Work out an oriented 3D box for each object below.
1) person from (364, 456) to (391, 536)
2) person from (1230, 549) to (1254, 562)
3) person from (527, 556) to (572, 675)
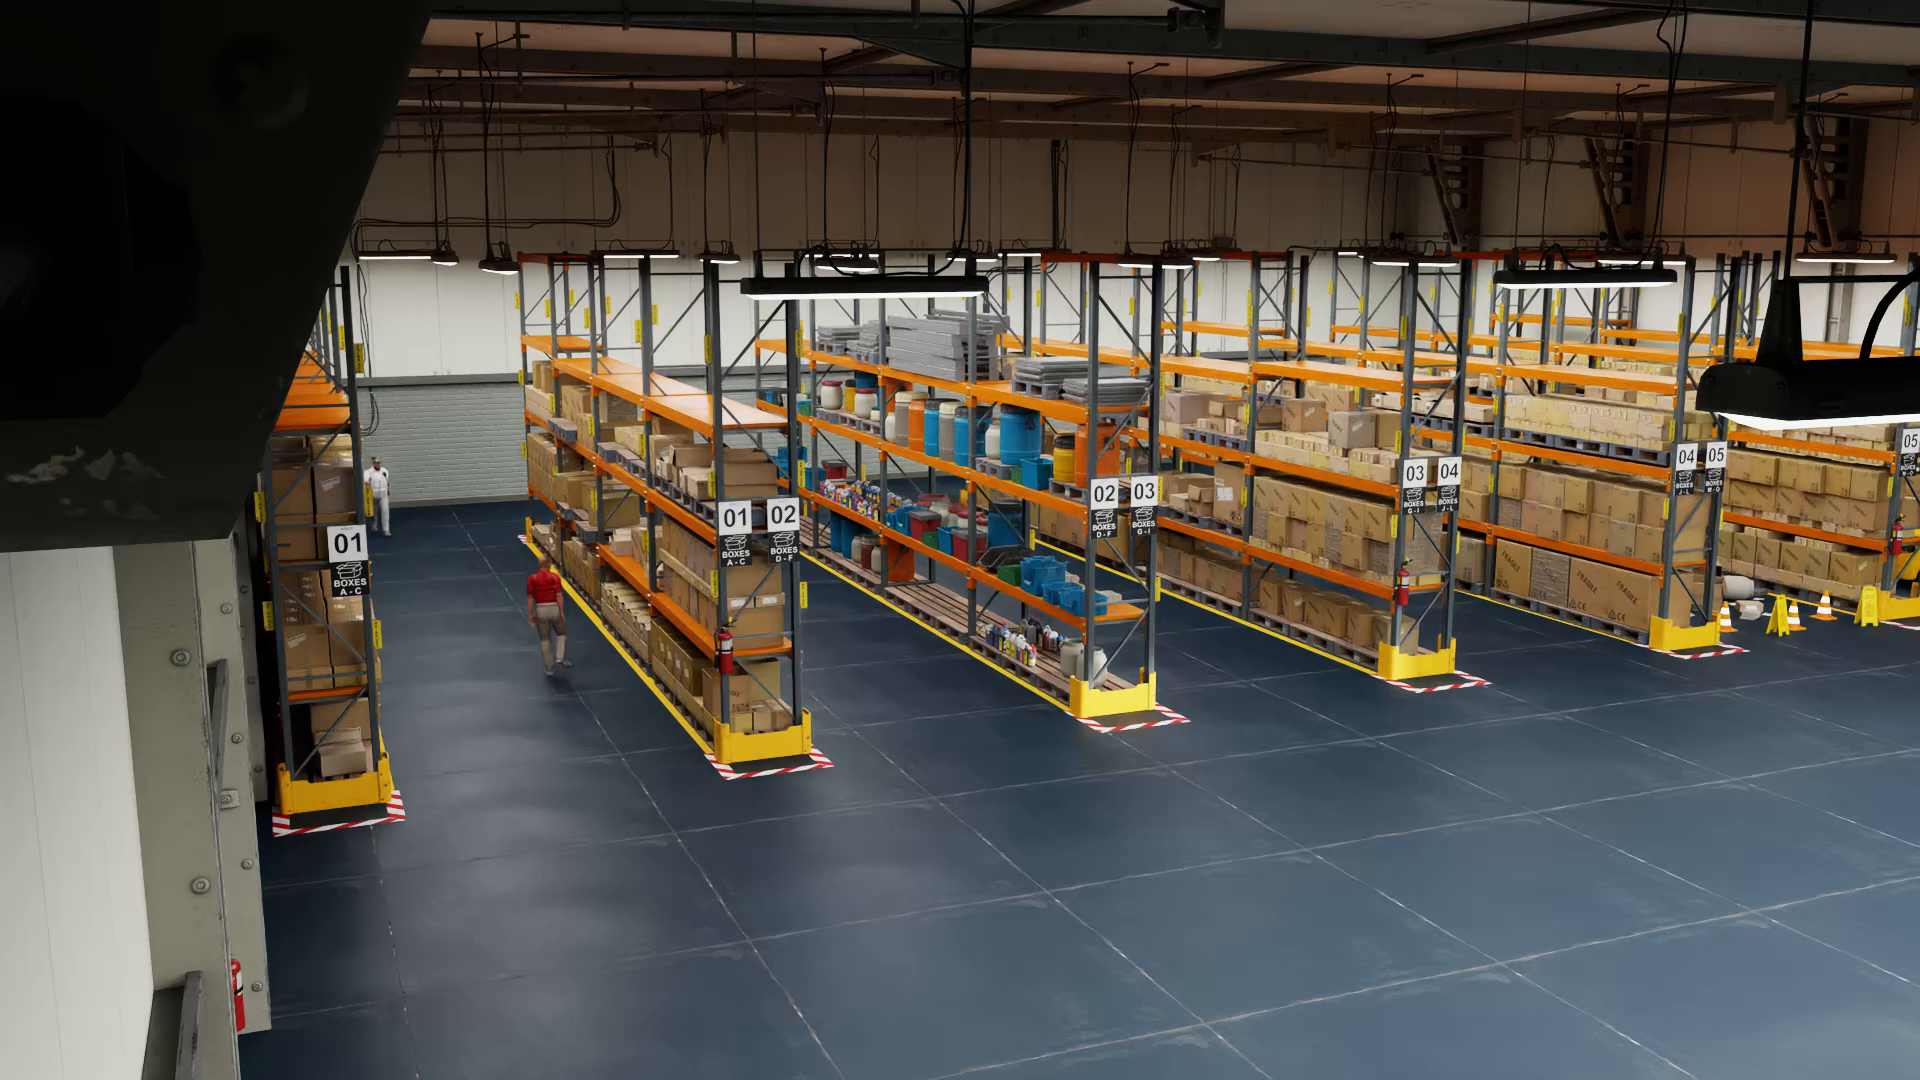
[{"bbox_3d":[-12.416,-0.953,35.430,0.551,1.707,1.086,-5,11,-25],"label":"person"},{"bbox_3d":[5.409,-0.393,32.273,0.584,1.785,0.551,-3,11,-15],"label":"person"},{"bbox_3d":[-5.986,1.099,24.228,0.598,1.715,0.499,-3,11,-14],"label":"person"}]
